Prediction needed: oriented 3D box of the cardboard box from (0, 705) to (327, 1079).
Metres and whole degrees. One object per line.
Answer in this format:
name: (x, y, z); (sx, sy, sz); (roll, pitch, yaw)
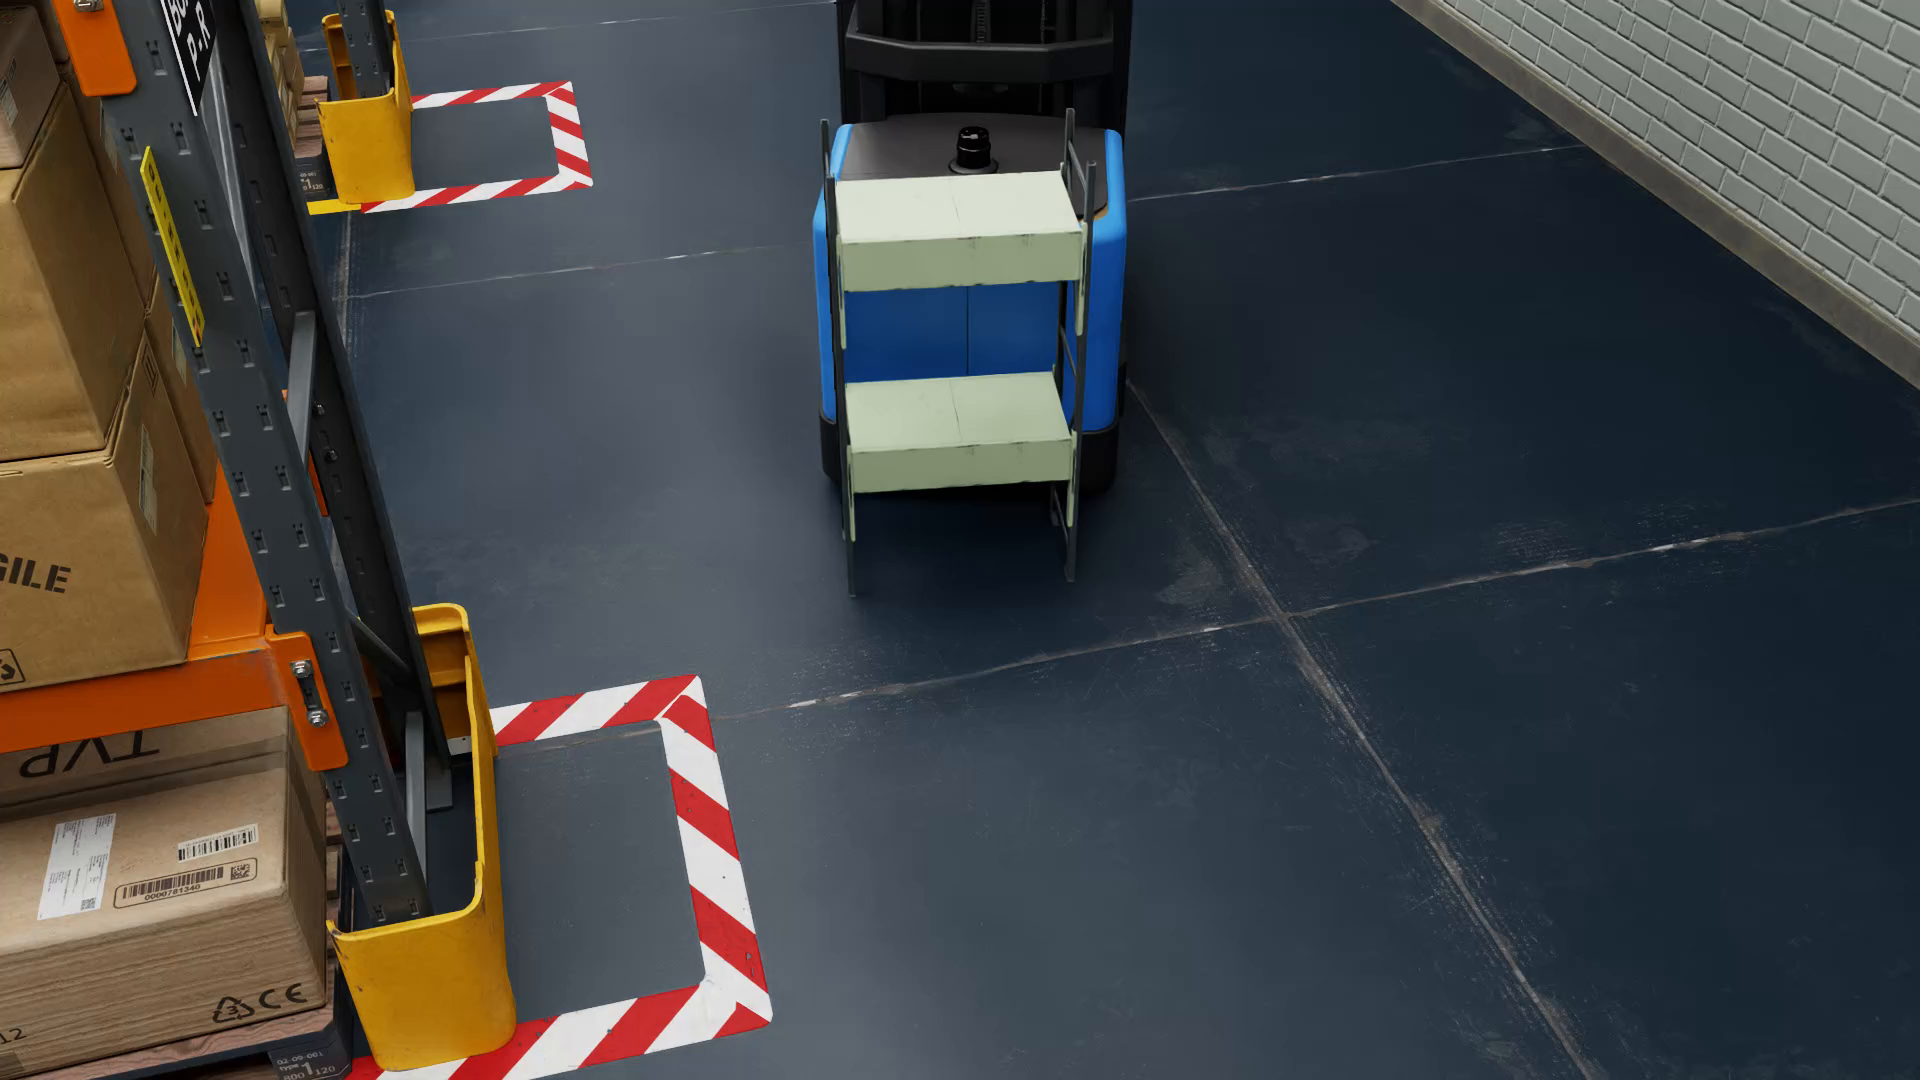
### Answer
cardboard box: (-2.047, 0.763, 4.047); (0.875, 0.438, 0.875); (-11, 39, -13)

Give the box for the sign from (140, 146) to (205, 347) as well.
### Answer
sign: (-1.307, -0.485, 2.767); (0.005, 0.325, 0.100); (-9, 38, -12)

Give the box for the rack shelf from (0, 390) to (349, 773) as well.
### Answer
rack shelf: (-3.366, 0.351, 3.414); (4.000, 0.370, 1.077); (-9, 38, -12)

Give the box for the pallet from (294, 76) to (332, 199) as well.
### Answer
pallet: (-3.691, -1.911, 8.075); (1.213, 0.211, 1.003); (-9, 38, -12)

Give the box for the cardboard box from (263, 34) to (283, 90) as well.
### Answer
cardboard box: (-3.269, -2.177, 7.638); (0.250, 0.149, 0.380); (-9, 38, -11)

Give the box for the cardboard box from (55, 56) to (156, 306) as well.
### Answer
cardboard box: (-1.973, -0.779, 3.395); (0.500, 0.500, 0.500); (-10, 39, -13)

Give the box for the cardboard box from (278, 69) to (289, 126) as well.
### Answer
cardboard box: (-3.259, -2.040, 7.704); (0.250, 0.149, 0.380); (-10, 39, -13)

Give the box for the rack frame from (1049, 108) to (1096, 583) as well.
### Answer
rack frame: (0.349, -0.573, 5.264); (0.023, 1.500, 0.400); (-4, 38, -5)

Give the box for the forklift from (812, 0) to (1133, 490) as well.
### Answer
forklift: (0.103, -2.214, 6.232); (1.130, 2.935, 3.031); (2, 37, 2)

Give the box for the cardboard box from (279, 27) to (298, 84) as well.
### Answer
cardboard box: (-3.396, -2.359, 8.121); (0.250, 0.149, 0.380); (-8, 38, -10)

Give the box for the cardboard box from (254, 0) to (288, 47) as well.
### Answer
cardboard box: (-3.418, -2.526, 8.094); (0.250, 0.149, 0.380); (-11, 39, -14)

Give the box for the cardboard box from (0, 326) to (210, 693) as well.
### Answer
cardboard box: (-1.832, -0.059, 3.276); (0.500, 0.500, 0.500); (-9, 38, -12)

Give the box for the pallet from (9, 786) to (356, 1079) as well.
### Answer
pallet: (-2.187, 1.029, 4.231); (1.213, 0.211, 1.003); (-9, 38, -12)

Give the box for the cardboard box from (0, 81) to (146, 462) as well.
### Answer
cardboard box: (-1.839, -0.472, 2.993); (0.500, 0.500, 0.500); (-8, 38, -10)

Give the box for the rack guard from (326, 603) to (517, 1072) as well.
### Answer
rack guard: (-1.412, 0.738, 4.374); (0.348, 0.500, 1.175); (-9, 38, -12)

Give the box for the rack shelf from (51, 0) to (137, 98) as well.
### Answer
rack shelf: (-3.366, -0.840, 2.503); (4.000, 0.370, 1.077); (-9, 38, -12)

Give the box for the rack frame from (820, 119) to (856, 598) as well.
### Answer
rack frame: (-0.378, -0.524, 5.201); (0.023, 1.500, 0.400); (-4, 38, -5)

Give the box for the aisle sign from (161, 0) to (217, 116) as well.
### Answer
aisle sign: (-1.285, -1.113, 2.597); (0.004, 0.787, 0.394); (-9, 38, -12)

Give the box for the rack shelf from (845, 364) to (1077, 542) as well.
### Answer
rack shelf: (-0.014, -0.289, 5.431); (0.720, 0.370, 0.431); (-4, 38, -5)

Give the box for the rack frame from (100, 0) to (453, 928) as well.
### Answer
rack frame: (-1.435, -0.251, 3.610); (0.127, 3.000, 1.000); (-9, 38, -12)

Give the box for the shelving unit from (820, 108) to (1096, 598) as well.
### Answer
shelving unit: (-0.014, -0.548, 5.233); (0.755, 1.500, 0.431); (-4, 38, -5)

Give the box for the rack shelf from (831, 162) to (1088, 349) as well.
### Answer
rack shelf: (-0.014, -0.858, 4.995); (0.720, 0.370, 0.431); (-4, 38, -5)

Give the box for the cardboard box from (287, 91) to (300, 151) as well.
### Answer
cardboard box: (-3.277, -1.968, 7.854); (0.250, 0.149, 0.380); (-9, 38, -11)

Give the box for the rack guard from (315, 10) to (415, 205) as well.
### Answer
rack guard: (-2.897, -2.134, 8.128); (0.348, 0.500, 1.175); (-9, 38, -12)

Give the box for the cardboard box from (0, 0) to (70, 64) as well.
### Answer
cardboard box: (-1.850, -1.052, 3.217); (0.250, 0.149, 0.380); (-9, 38, -11)

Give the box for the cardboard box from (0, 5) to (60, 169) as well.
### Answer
cardboard box: (-1.730, -0.771, 2.851); (0.250, 0.149, 0.380); (-9, 38, -11)

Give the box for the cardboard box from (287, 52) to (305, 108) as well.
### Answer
cardboard box: (-3.413, -2.278, 8.260); (0.250, 0.149, 0.380); (-9, 38, -11)

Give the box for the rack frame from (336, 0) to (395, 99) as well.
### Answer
rack frame: (-2.824, -3.139, 7.384); (0.127, 3.000, 1.000); (-9, 38, -12)

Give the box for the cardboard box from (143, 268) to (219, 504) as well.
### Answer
cardboard box: (-1.974, -0.383, 3.700); (0.500, 0.500, 0.500); (-10, 38, -12)
